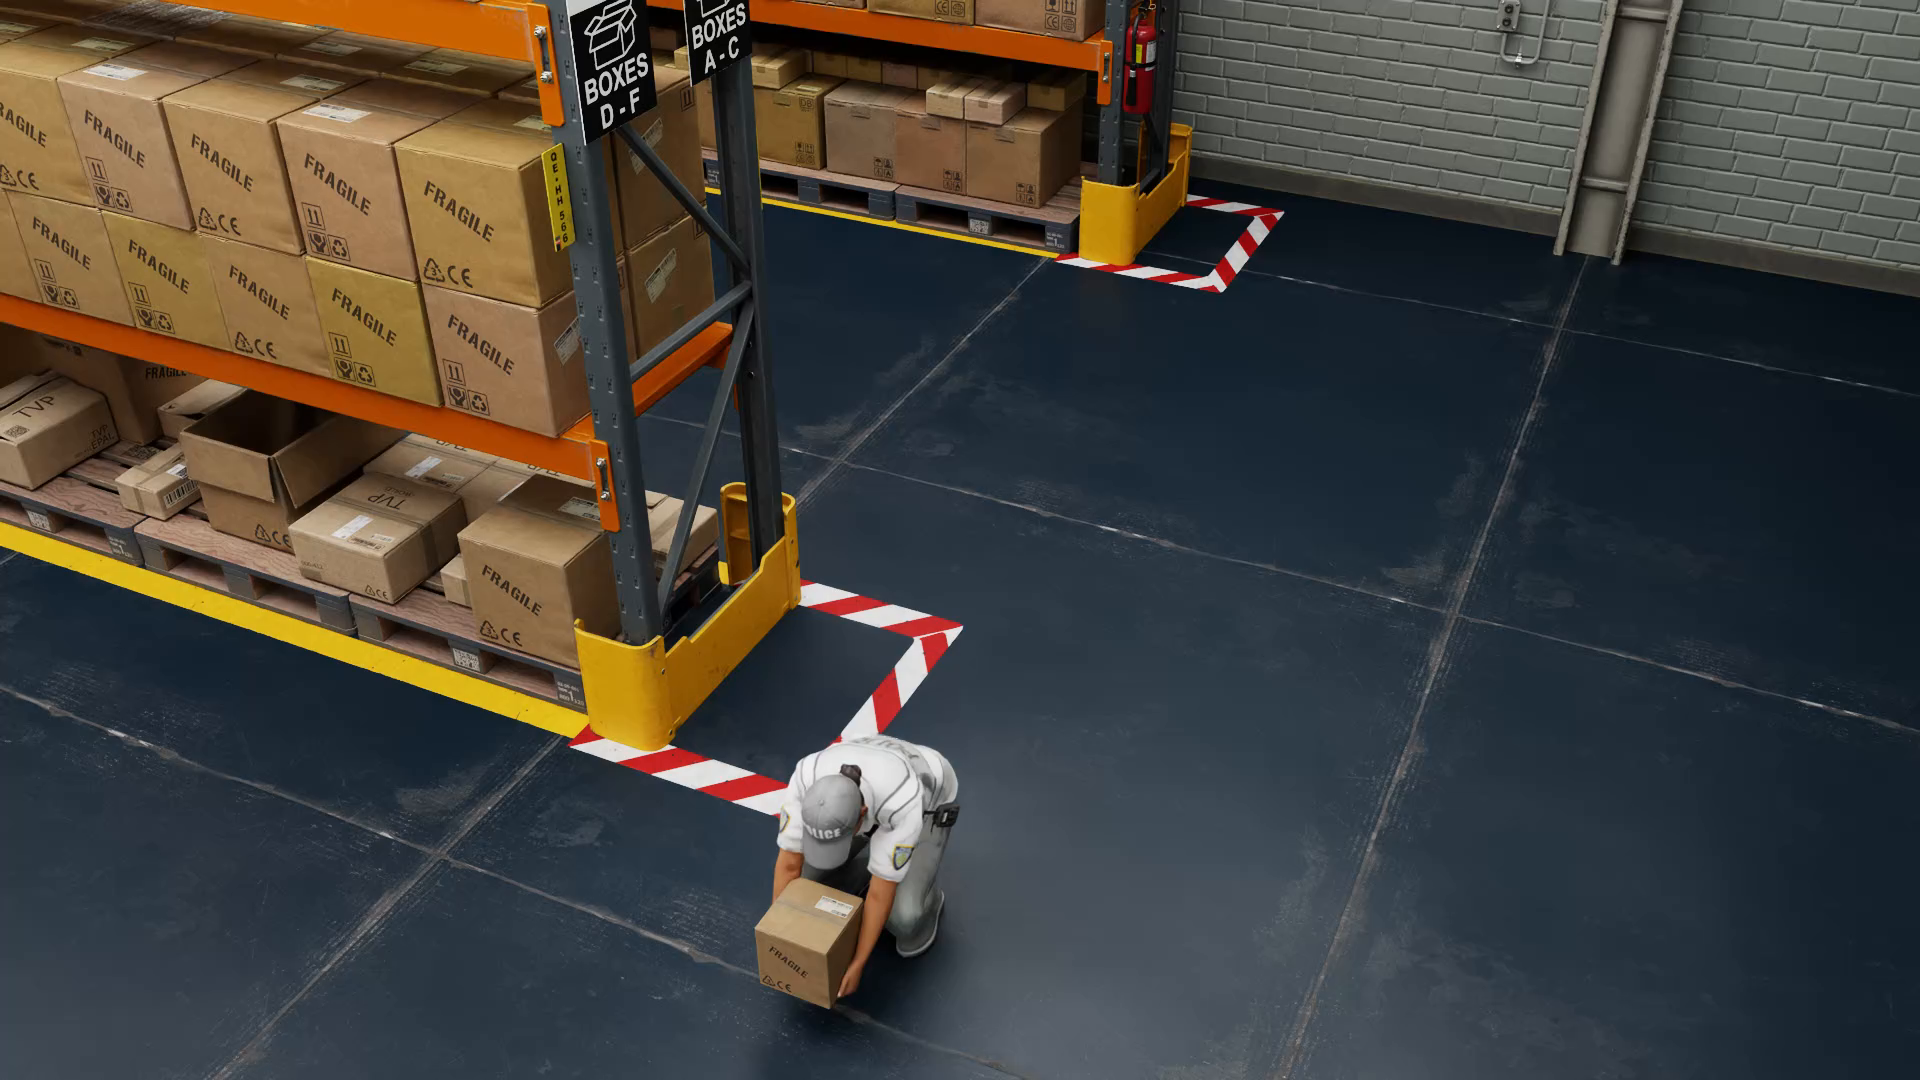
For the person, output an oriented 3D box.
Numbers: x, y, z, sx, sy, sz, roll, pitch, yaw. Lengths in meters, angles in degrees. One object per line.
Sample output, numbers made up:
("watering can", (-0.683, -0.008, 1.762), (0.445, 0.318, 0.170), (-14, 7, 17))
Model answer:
("person", (-0.315, 0.961, 5.363), (0.515, 0.953, 0.865), (14, 36, 19))
